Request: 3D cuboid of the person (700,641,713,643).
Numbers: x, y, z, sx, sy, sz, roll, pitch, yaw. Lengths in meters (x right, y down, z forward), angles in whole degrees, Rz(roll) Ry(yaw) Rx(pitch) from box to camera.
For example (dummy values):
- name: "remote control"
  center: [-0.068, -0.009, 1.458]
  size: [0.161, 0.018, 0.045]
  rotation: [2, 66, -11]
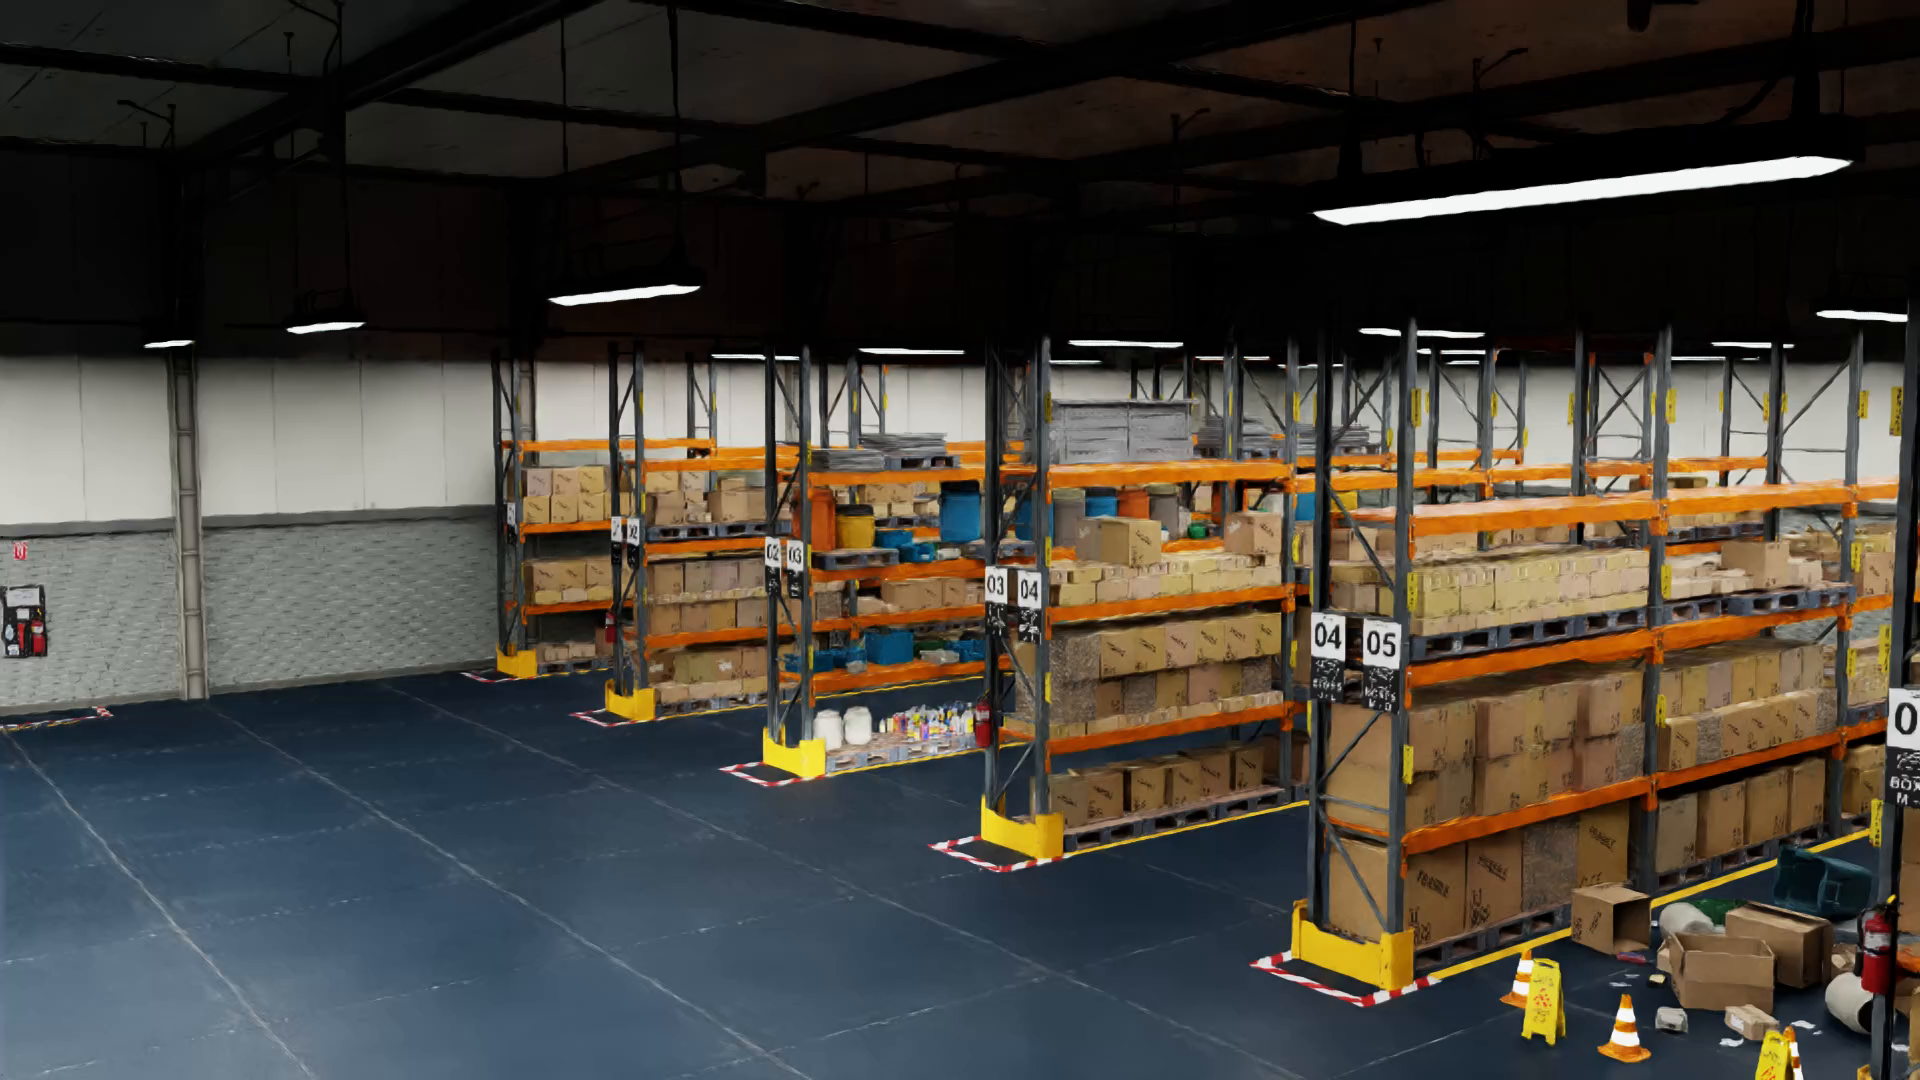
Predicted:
- name: "person"
  center: [-4.653, 1.610, 30.242]
  size: [0.450, 1.776, 0.584]
  rotation: [2, 5, 24]
